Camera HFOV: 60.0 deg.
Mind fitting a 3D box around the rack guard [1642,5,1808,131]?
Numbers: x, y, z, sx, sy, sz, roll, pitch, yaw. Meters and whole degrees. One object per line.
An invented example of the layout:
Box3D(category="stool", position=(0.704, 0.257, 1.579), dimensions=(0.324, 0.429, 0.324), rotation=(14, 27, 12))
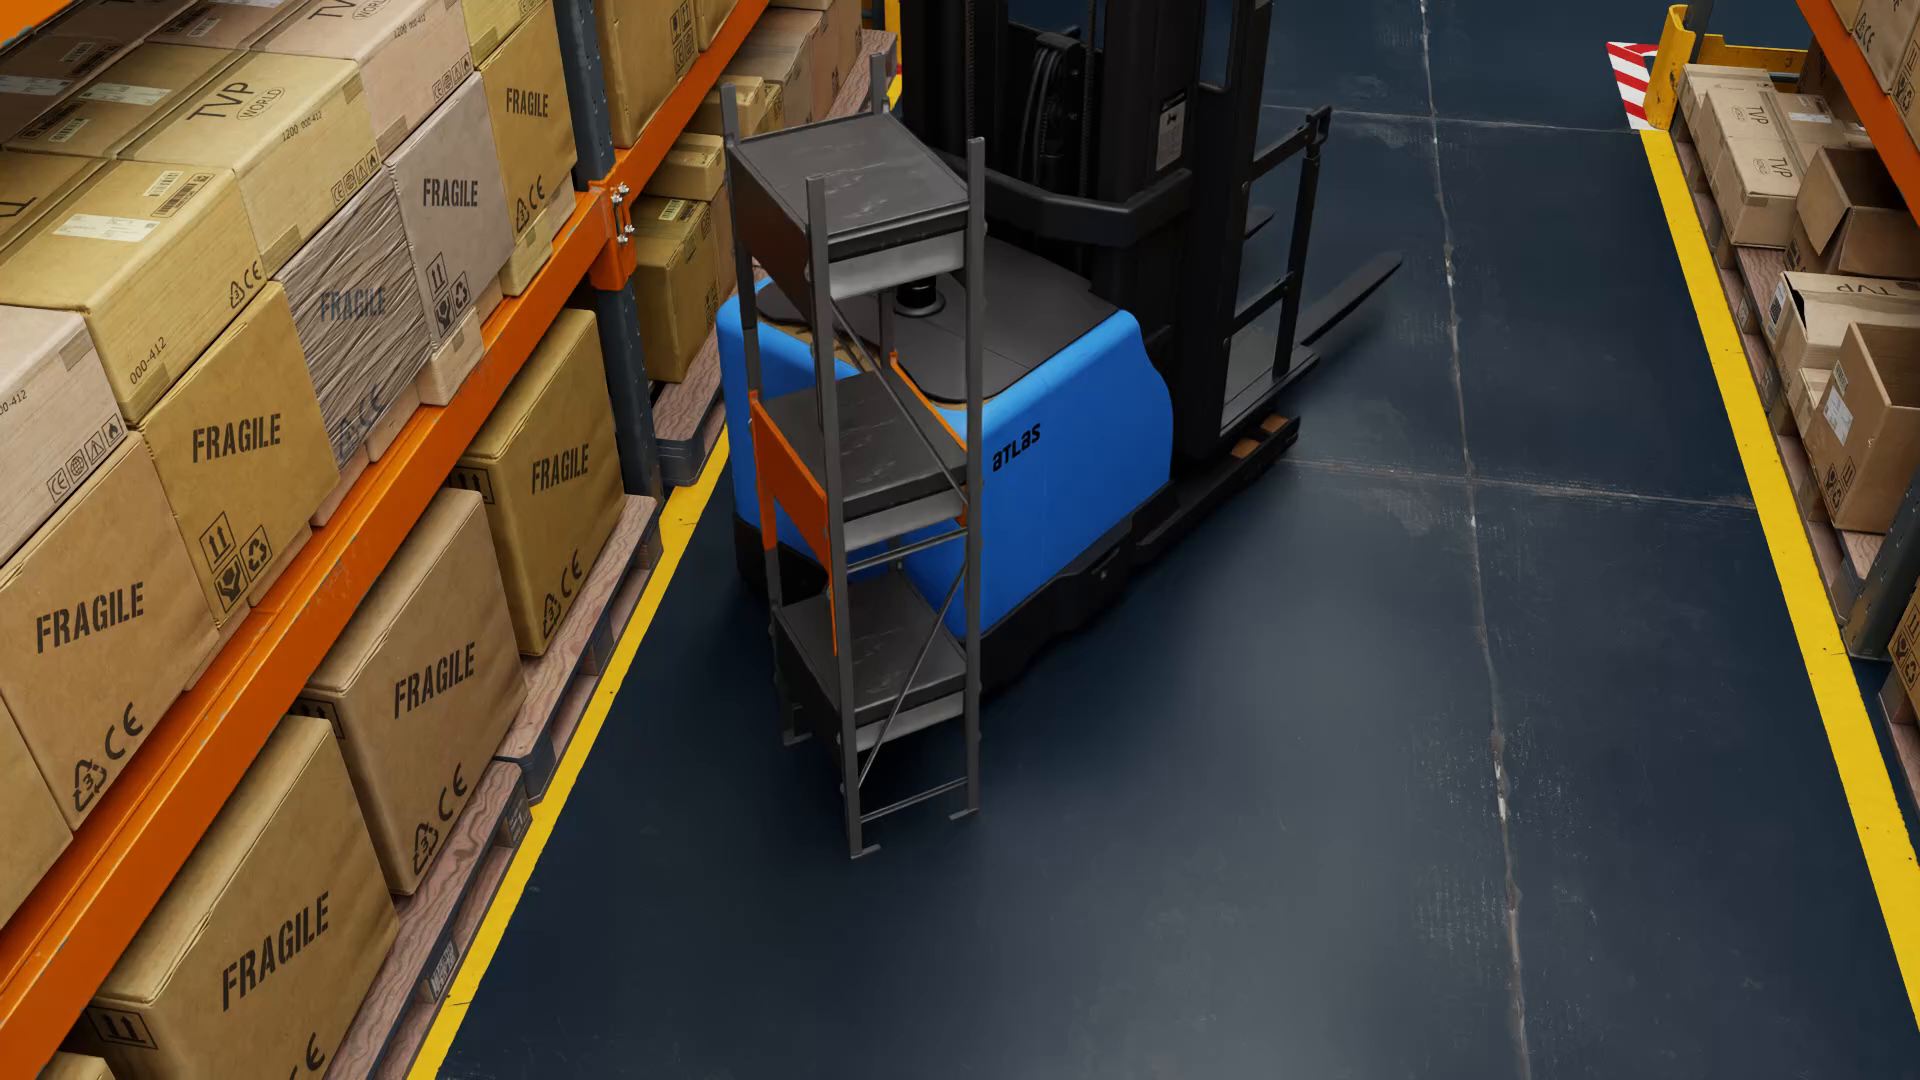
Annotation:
Box3D(category="rack guard", position=(4.010, -2.260, 8.091), dimensions=(1.175, 0.500, 0.348), rotation=(6, 40, 8))

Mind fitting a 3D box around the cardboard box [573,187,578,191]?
Box3D(category="cardboard box", position=(-1.539, -1.142, 5.900), dimensions=(0.380, 0.149, 0.250), rotation=(6, 40, 7))

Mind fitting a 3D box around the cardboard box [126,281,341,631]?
Box3D(category="cardboard box", position=(-1.636, -0.198, 3.308), dimensions=(0.500, 0.500, 0.500), rotation=(7, 40, 9))

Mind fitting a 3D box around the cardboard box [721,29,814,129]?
Box3D(category="cardboard box", position=(-1.052, -1.933, 7.366), dimensions=(0.700, 0.500, 0.500), rotation=(5, 40, 6))

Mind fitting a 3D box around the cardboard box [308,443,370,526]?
Box3D(category="cardboard box", position=(-1.592, -0.179, 3.794), dimensions=(0.380, 0.149, 0.250), rotation=(5, 40, 6))

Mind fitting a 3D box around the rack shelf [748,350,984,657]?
Box3D(category="rack shelf", position=(-0.240, -0.100, 4.244), dimensions=(0.431, 0.518, 0.480), rotation=(-18, 43, -21))

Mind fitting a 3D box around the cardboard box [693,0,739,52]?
Box3D(category="cardboard box", position=(-1.307, -2.216, 5.841), dimensions=(0.980, 0.700, 0.700), rotation=(5, 40, 7))

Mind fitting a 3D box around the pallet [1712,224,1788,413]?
Box3D(category="pallet", position=(3.659, -0.885, 6.654), dimensions=(1.003, 0.211, 1.213), rotation=(6, 40, 8))

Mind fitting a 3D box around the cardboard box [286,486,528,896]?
Box3D(category="cardboard box", position=(-1.684, 0.343, 4.339), dimensions=(0.750, 0.750, 0.750), rotation=(8, 40, 9))

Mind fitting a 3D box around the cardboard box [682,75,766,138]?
Box3D(category="cardboard box", position=(-0.989, -1.733, 6.615), dimensions=(0.380, 0.149, 0.250), rotation=(5, 40, 6))

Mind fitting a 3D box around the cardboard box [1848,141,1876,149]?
Box3D(category="cardboard box", position=(3.977, -1.419, 6.925), dimensions=(0.500, 0.250, 0.500), rotation=(6, 40, 8))

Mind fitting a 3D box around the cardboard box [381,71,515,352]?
Box3D(category="cardboard box", position=(-1.459, -0.827, 4.068), dimensions=(0.500, 0.500, 0.500), rotation=(7, 40, 8))

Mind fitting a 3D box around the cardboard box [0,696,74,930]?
Box3D(category="cardboard box", position=(-1.805, 0.441, 2.535), dimensions=(0.500, 0.500, 0.500), rotation=(8, 40, 9))

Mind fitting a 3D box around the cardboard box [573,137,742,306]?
Box3D(category="cardboard box", position=(-1.228, -1.276, 6.571), dimensions=(0.700, 0.500, 0.500), rotation=(6, 40, 7))

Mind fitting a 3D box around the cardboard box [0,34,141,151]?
Box3D(category="cardboard box", position=(-2.051, -0.850, 3.508), dimensions=(0.500, 0.250, 0.500), rotation=(5, 40, 6))

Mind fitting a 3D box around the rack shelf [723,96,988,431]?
Box3D(category="rack shelf", position=(-0.240, -0.639, 3.798), dimensions=(0.431, 0.518, 0.480), rotation=(-18, 43, -21))

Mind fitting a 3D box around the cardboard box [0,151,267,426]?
Box3D(category="cardboard box", position=(-1.652, -0.473, 3.052), dimensions=(0.500, 0.250, 0.500), rotation=(6, 40, 7))

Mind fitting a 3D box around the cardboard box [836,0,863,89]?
Box3D(category="cardboard box", position=(-0.879, -2.563, 8.128), dimensions=(0.700, 0.500, 0.500), rotation=(6, 40, 8))

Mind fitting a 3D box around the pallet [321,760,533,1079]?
Box3D(category="pallet", position=(-1.817, 1.031, 4.338), dimensions=(1.003, 0.211, 1.213), rotation=(6, 40, 8))

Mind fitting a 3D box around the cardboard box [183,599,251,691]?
Box3D(category="cardboard box", position=(-1.701, 0.150, 3.396), dimensions=(0.380, 0.149, 0.250), rotation=(7, 40, 8))

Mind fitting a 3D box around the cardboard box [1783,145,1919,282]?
Box3D(category="cardboard box", position=(3.651, -1.148, 6.398), dimensions=(0.797, 0.503, 0.637), rotation=(6, 40, 8))

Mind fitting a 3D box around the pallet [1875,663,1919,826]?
Box3D(category="pallet", position=(3.227, 0.829, 4.582), dimensions=(1.003, 0.211, 1.213), rotation=(6, 40, 8))

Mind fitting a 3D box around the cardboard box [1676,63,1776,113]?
Box3D(category="cardboard box", position=(3.612, -2.117, 7.848), dimensions=(0.380, 0.149, 0.250), rotation=(6, 40, 8))

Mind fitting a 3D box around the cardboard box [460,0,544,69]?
Box3D(category="cardboard box", position=(-1.378, -1.433, 4.213), dimensions=(0.500, 0.250, 0.500), rotation=(7, 40, 9))

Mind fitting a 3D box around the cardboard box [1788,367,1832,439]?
Box3D(category="cardboard box", position=(3.156, -0.462, 5.847), dimensions=(0.380, 0.149, 0.250), rotation=(6, 40, 8))

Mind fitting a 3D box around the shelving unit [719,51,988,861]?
Box3D(category="shelving unit", position=(-0.240, -0.110, 4.235), dimensions=(0.431, 2.100, 0.503), rotation=(-18, 43, -21))

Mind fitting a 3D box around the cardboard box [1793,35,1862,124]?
Box3D(category="cardboard box", position=(4.171, -2.109, 7.563), dimensions=(0.500, 0.500, 0.500), rotation=(6, 40, 8))

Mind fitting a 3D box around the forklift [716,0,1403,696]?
Box3D(category="forklift", position=(0.590, -1.516, 5.284), dimensions=(1.130, 2.935, 3.031), rotation=(28, 47, 30))

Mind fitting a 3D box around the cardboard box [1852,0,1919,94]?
Box3D(category="cardboard box", position=(3.339, -1.787, 5.479), dimensions=(0.500, 0.500, 0.500), rotation=(7, 40, 9))

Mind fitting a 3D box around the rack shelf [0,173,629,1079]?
Box3D(category="rack shelf", position=(-1.895, 0.228, 3.685), dimensions=(1.077, 0.370, 4.000), rotation=(6, 40, 8))

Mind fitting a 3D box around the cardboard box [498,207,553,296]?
Box3D(category="cardboard box", position=(-1.349, -0.811, 4.558), dimensions=(0.380, 0.149, 0.250), rotation=(7, 40, 8))

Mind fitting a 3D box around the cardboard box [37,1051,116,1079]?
Box3D(category="cardboard box", position=(-1.985, 1.426, 3.029), dimensions=(0.750, 0.750, 0.750), rotation=(6, 40, 7))

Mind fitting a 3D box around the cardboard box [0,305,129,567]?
Box3D(category="cardboard box", position=(-1.734, -0.152, 2.664), dimensions=(0.500, 0.250, 0.500), rotation=(7, 40, 8))

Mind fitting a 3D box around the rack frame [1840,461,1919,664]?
Box3D(category="rack frame", position=(3.331, -0.761, 4.316), dimensions=(1.000, 3.000, 0.127), rotation=(6, 40, 8))

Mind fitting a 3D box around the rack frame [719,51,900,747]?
Box3D(category="rack frame", position=(-0.352, -0.248, 4.403), dimensions=(0.400, 2.100, 0.015), rotation=(-18, 43, -21))

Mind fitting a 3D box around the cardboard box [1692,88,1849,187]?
Box3D(category="cardboard box", position=(3.563, -1.757, 7.334), dimensions=(0.500, 0.250, 0.500), rotation=(6, 40, 8))

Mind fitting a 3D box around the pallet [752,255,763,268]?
Box3D(category="pallet", position=(-1.131, -1.466, 7.358), dimensions=(1.003, 0.211, 1.213), rotation=(6, 40, 8))

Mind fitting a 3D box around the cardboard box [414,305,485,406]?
Box3D(category="cardboard box", position=(-1.426, -0.481, 4.159), dimensions=(0.380, 0.149, 0.250), rotation=(6, 40, 8))

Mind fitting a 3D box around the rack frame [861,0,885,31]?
Box3D(category="rack frame", position=(-0.857, -3.815, 8.010), dimensions=(1.000, 3.000, 0.127), rotation=(6, 40, 8))
